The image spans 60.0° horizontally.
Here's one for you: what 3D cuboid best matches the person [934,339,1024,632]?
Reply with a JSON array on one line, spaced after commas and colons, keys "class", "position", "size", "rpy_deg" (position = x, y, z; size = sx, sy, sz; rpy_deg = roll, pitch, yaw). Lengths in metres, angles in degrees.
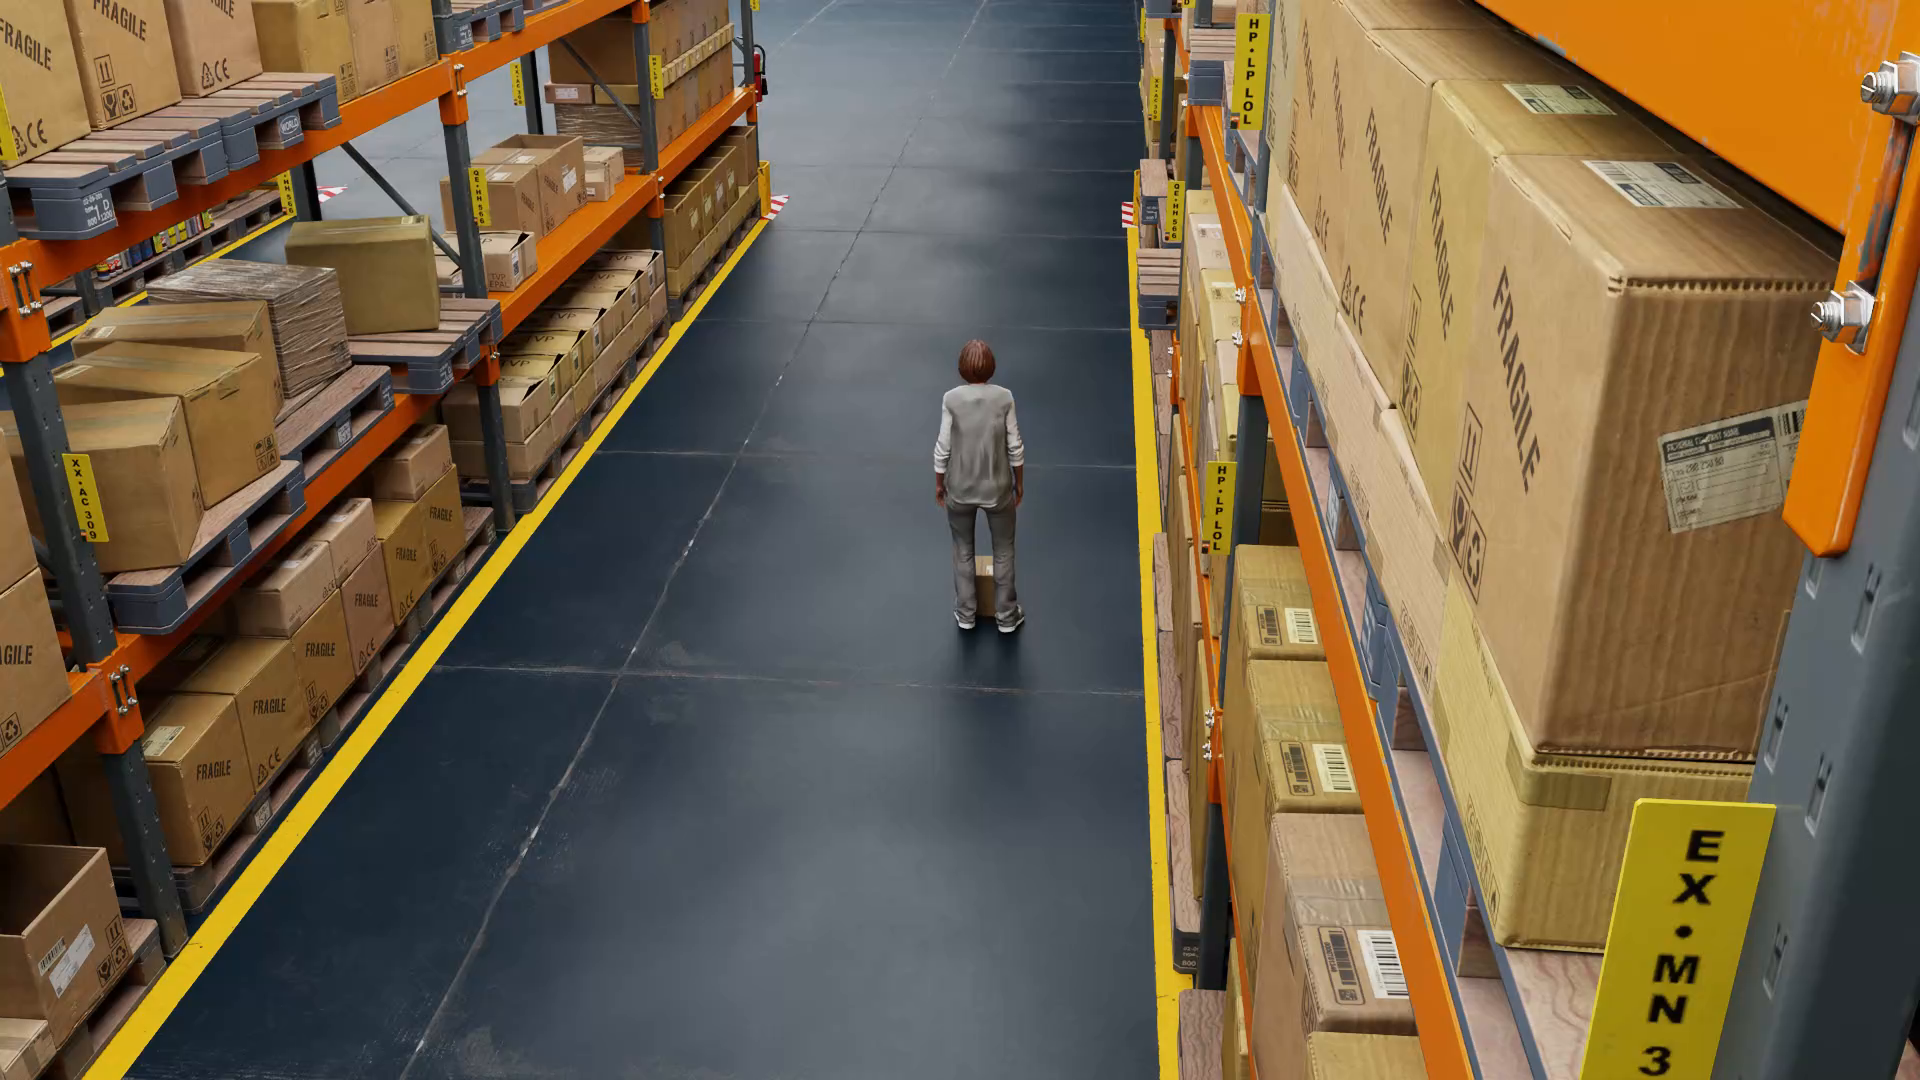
[{"class": "person", "position": [0.108, -0.264, 8.687], "size": [0.485, 1.594, 0.370], "rpy_deg": [1, 25, 1]}]
